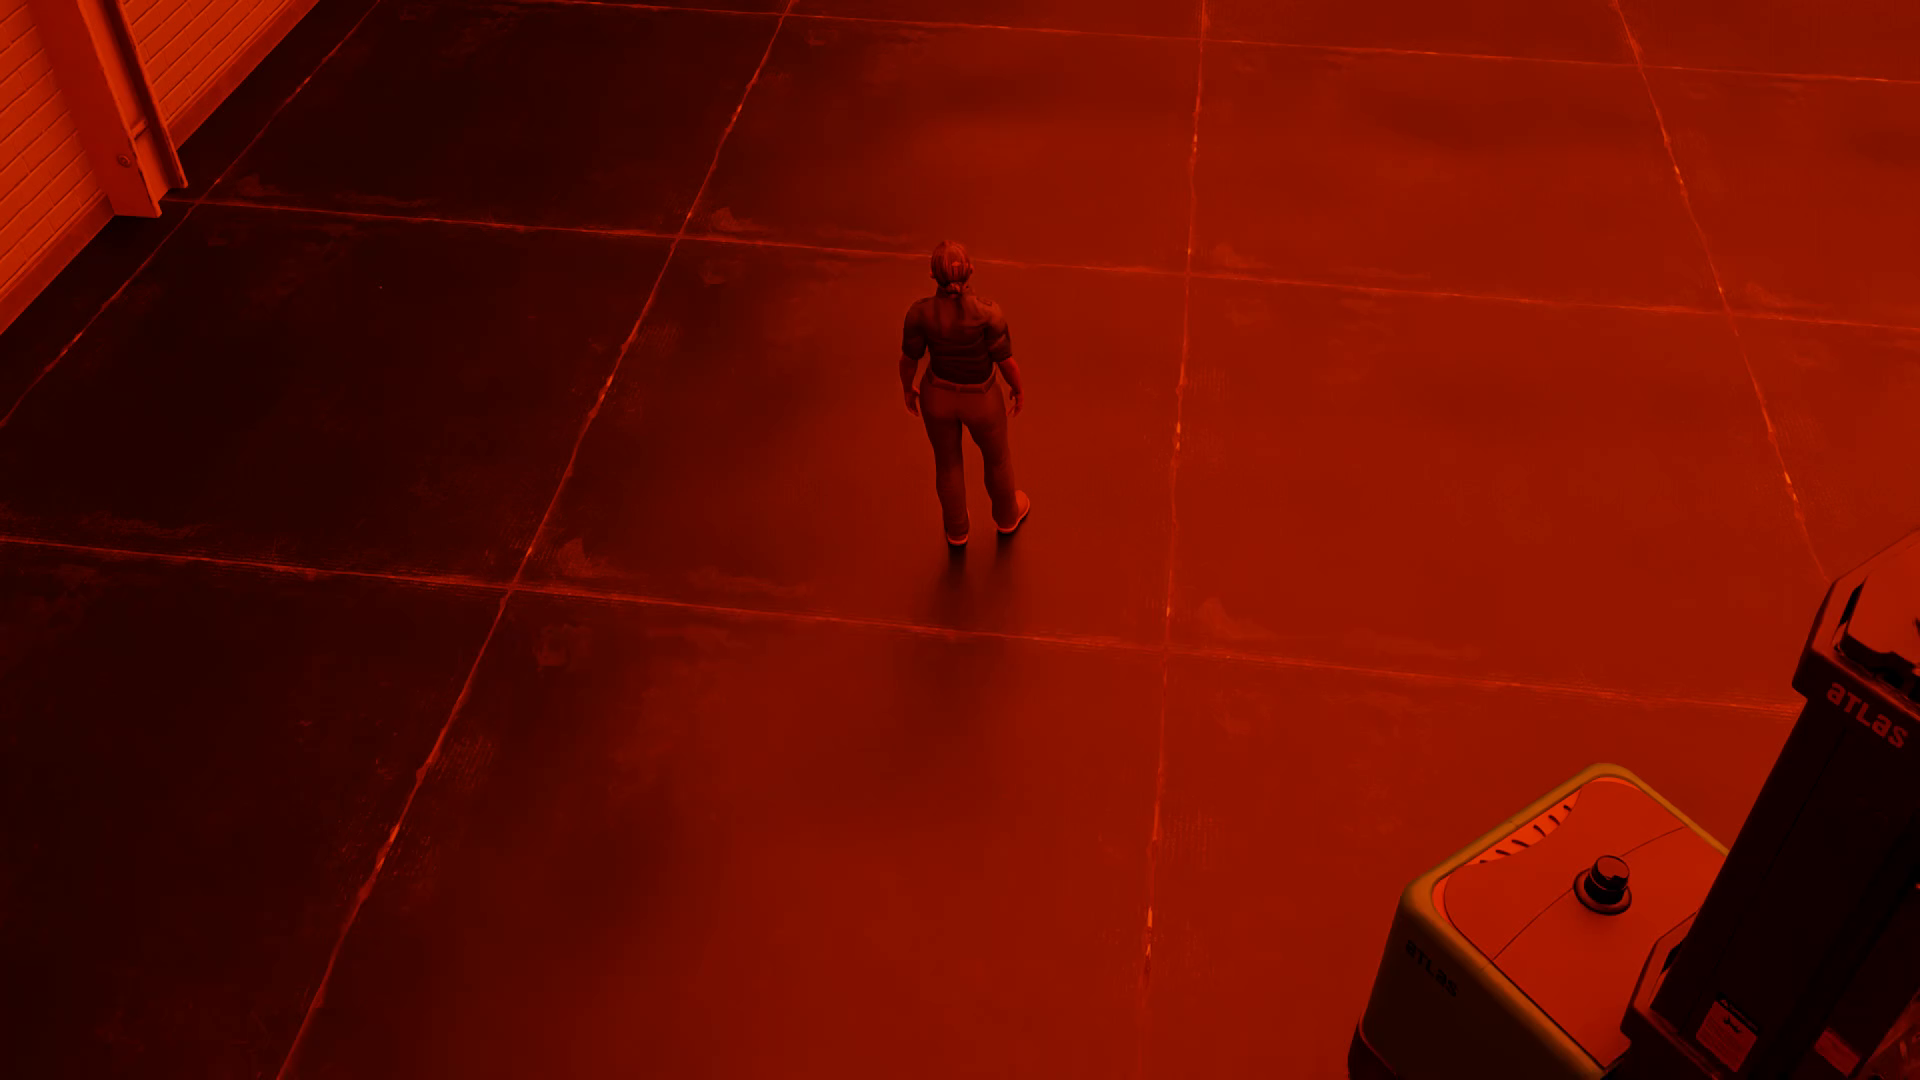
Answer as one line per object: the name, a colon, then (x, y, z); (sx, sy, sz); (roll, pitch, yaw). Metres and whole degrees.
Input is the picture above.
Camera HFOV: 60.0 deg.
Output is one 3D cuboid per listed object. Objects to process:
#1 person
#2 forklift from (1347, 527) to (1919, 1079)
person: (0.031, -0.671, 7.388); (0.569, 1.654, 0.504); (5, 43, 6)
forklift: (2.591, 1.436, 4.161); (1.130, 2.935, 3.031); (-25, 48, -24)
